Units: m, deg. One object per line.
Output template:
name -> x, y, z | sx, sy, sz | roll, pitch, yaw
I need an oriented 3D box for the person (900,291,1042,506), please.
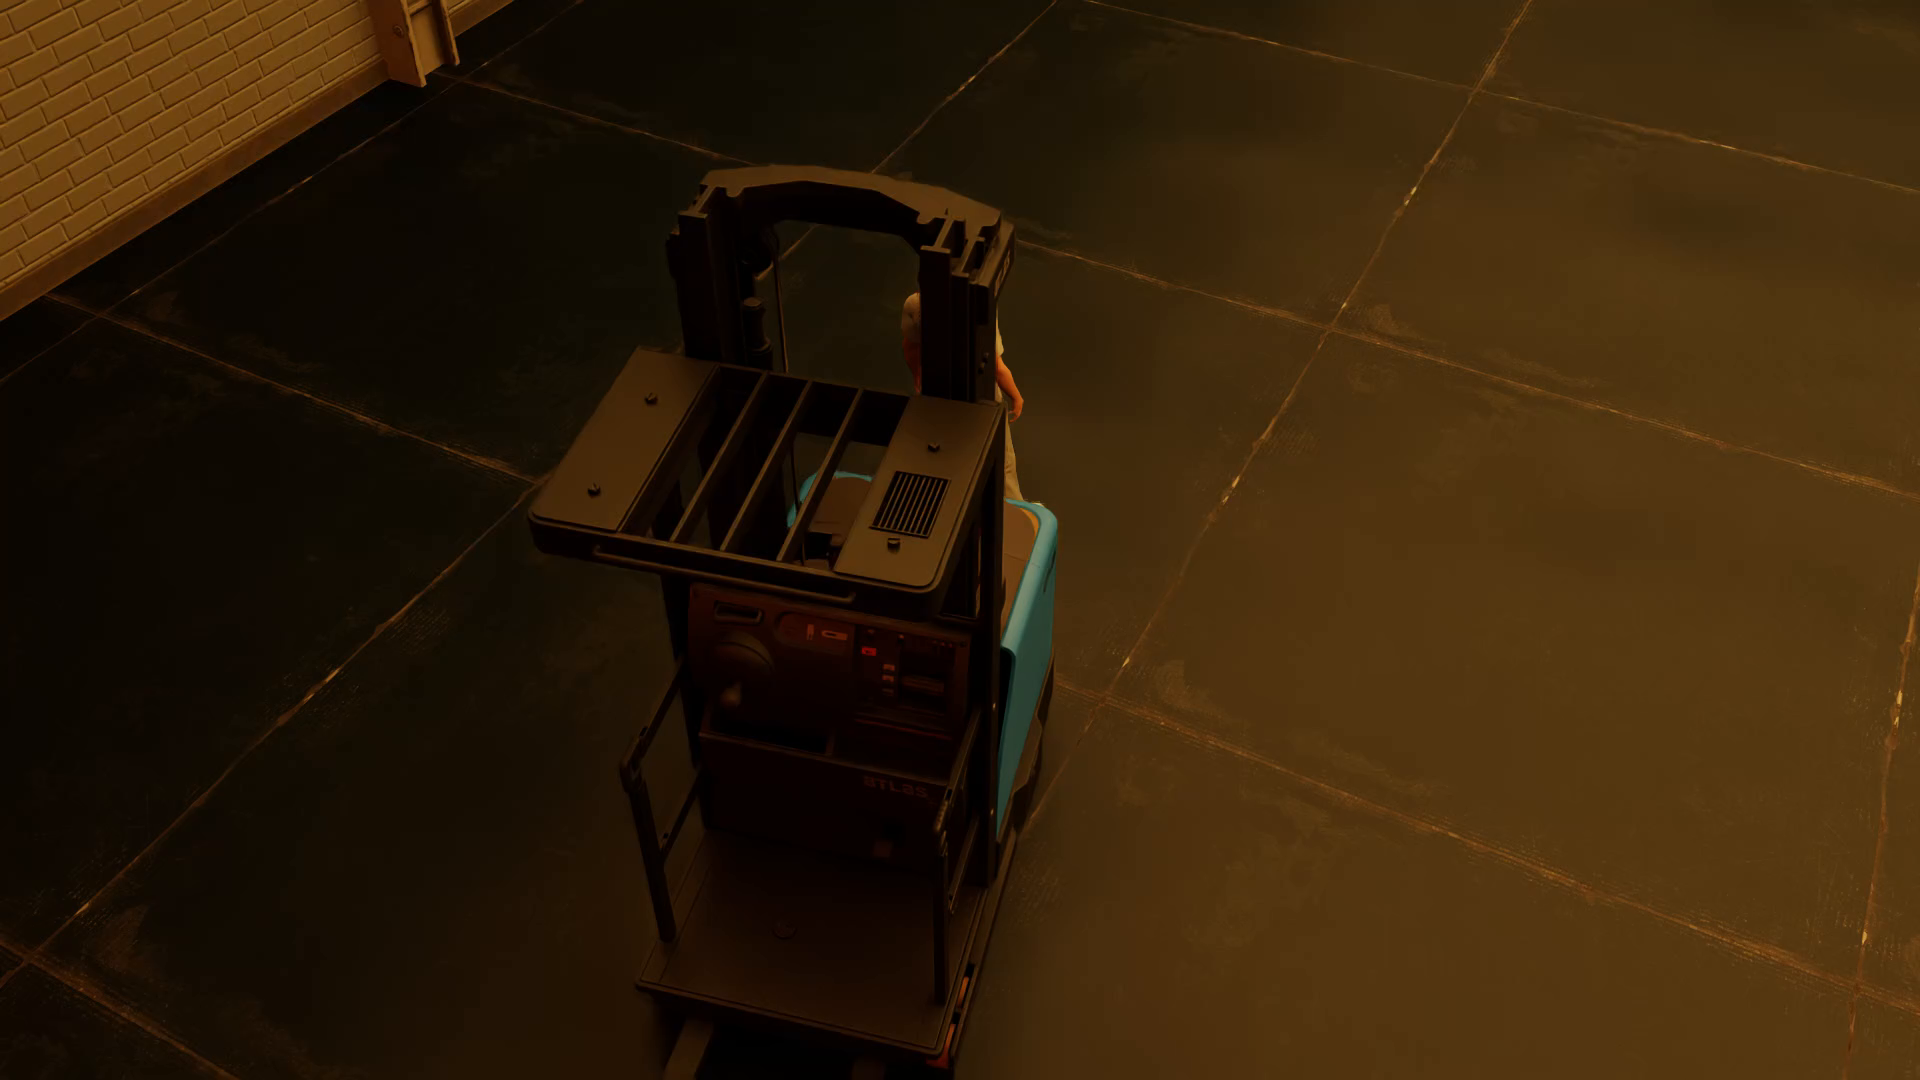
person -> 0.046, -0.652, 7.258 | 0.549, 1.665, 0.549 | 20, 47, 20

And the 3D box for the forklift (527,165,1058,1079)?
forklift -> -0.474, 0.482, 5.142 | 1.130, 2.935, 3.031 | 10, 44, 10
